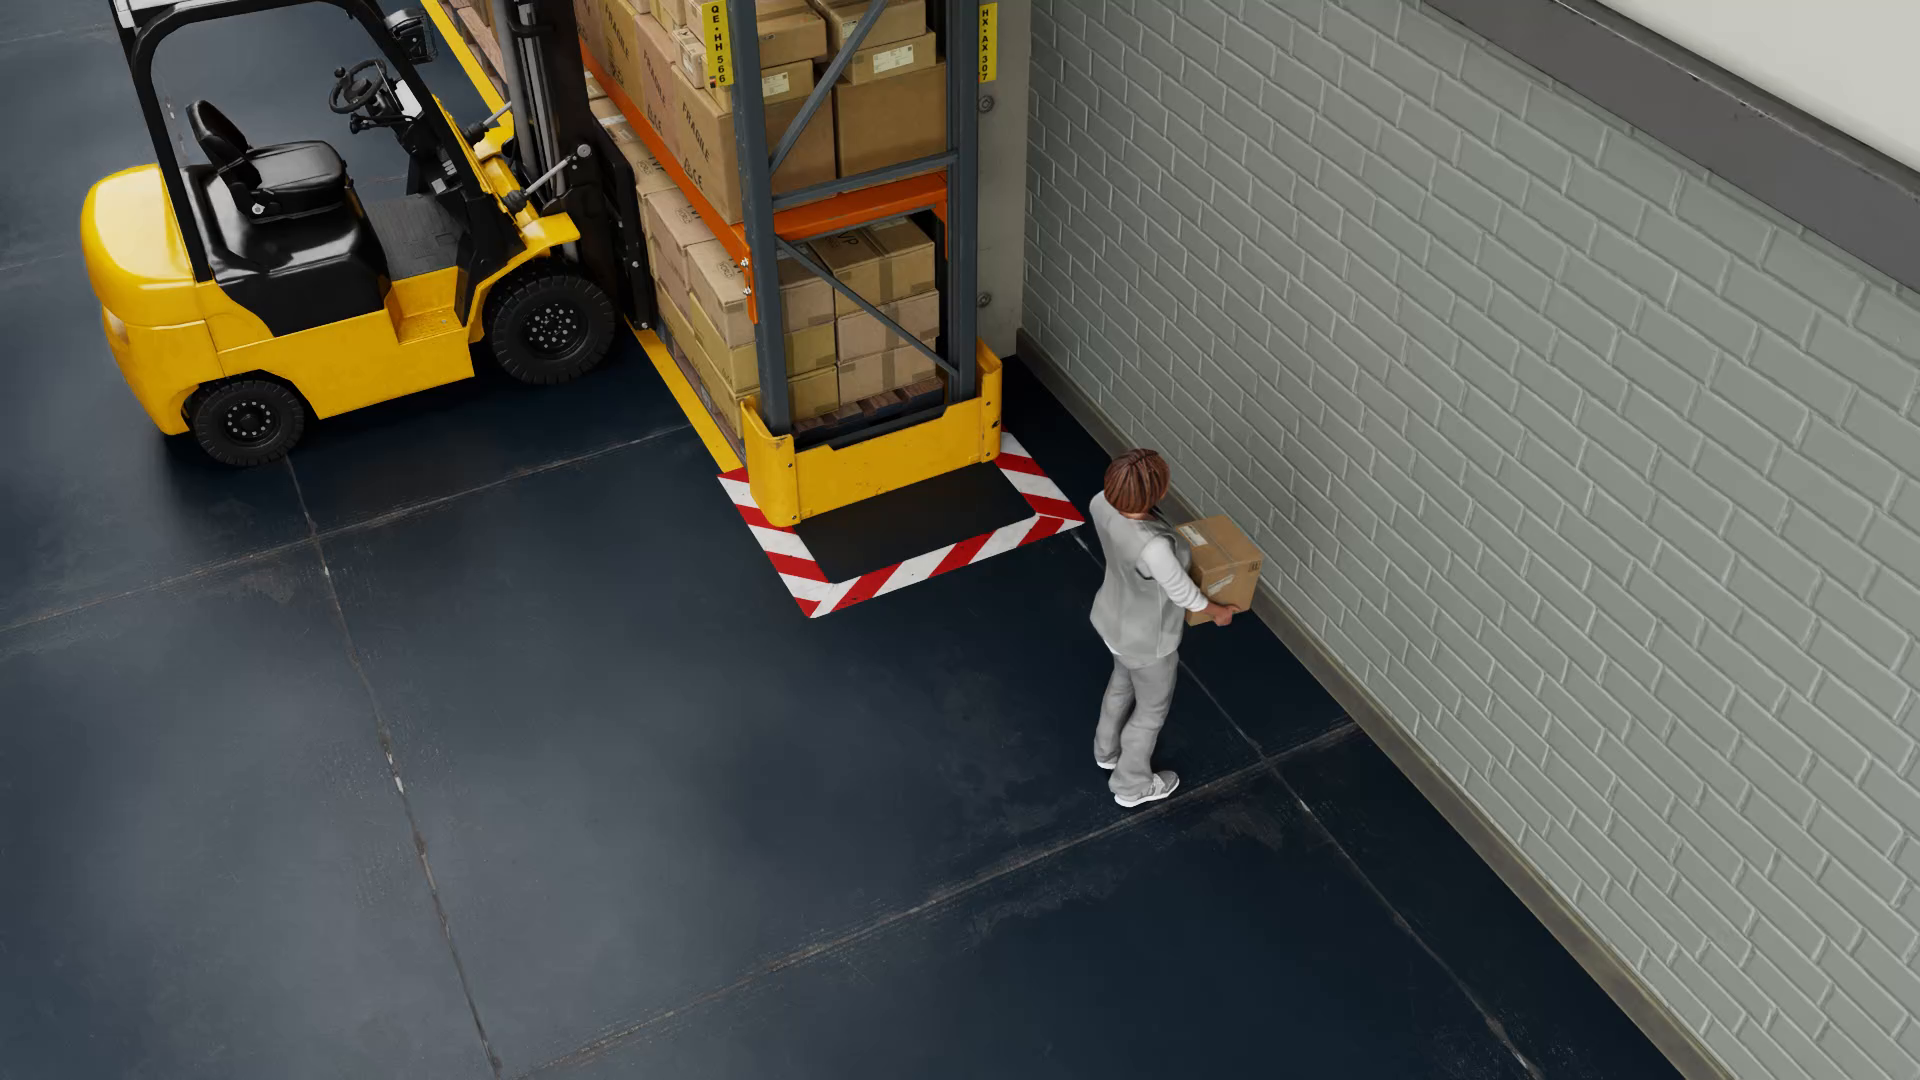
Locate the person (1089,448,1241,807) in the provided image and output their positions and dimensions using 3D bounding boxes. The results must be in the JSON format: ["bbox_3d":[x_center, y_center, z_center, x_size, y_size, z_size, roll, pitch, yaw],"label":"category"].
[{"bbox_3d":[0.698,0.284,5.854,0.492,1.590,0.405,-18,45,-19],"label":"person"}]
